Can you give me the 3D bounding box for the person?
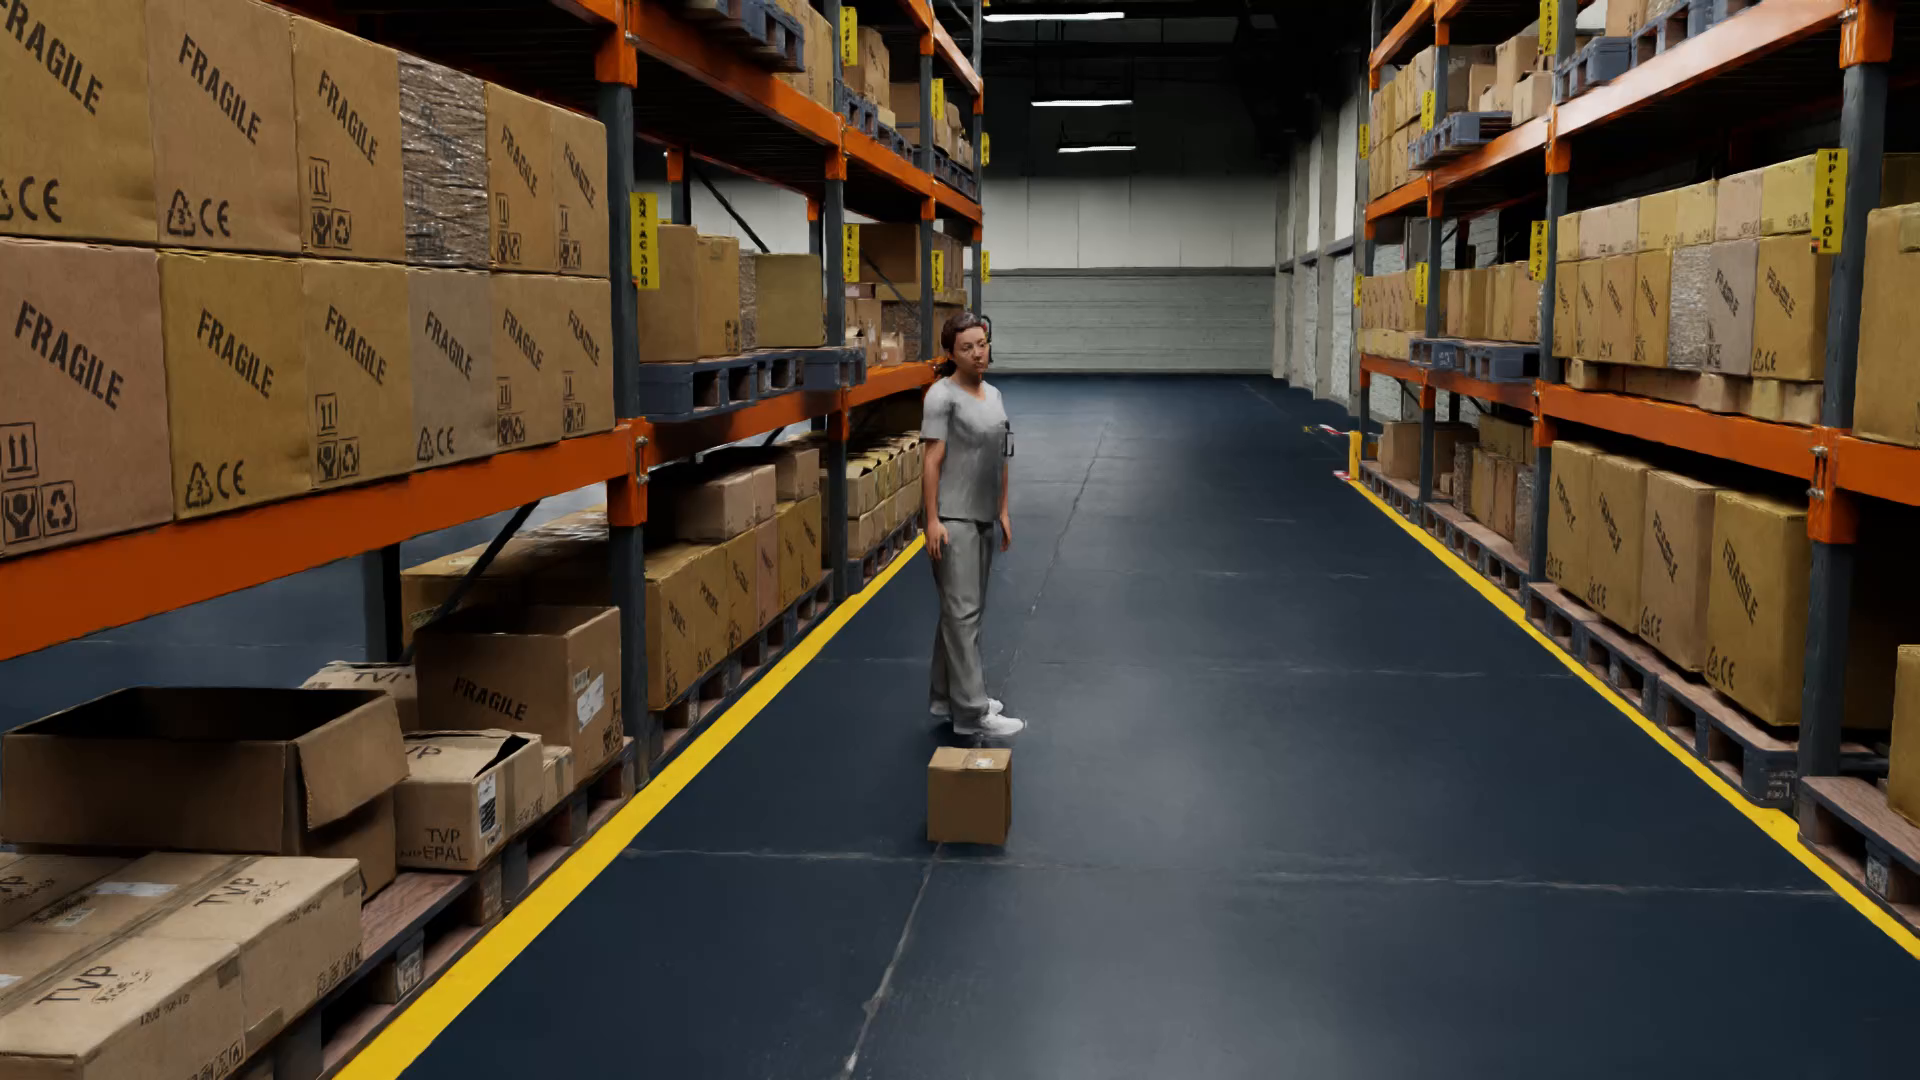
[{"bbox_3d":[0.056,-0.066,6.625,0.561,1.668,0.547,5,9,33],"label":"person"}]
